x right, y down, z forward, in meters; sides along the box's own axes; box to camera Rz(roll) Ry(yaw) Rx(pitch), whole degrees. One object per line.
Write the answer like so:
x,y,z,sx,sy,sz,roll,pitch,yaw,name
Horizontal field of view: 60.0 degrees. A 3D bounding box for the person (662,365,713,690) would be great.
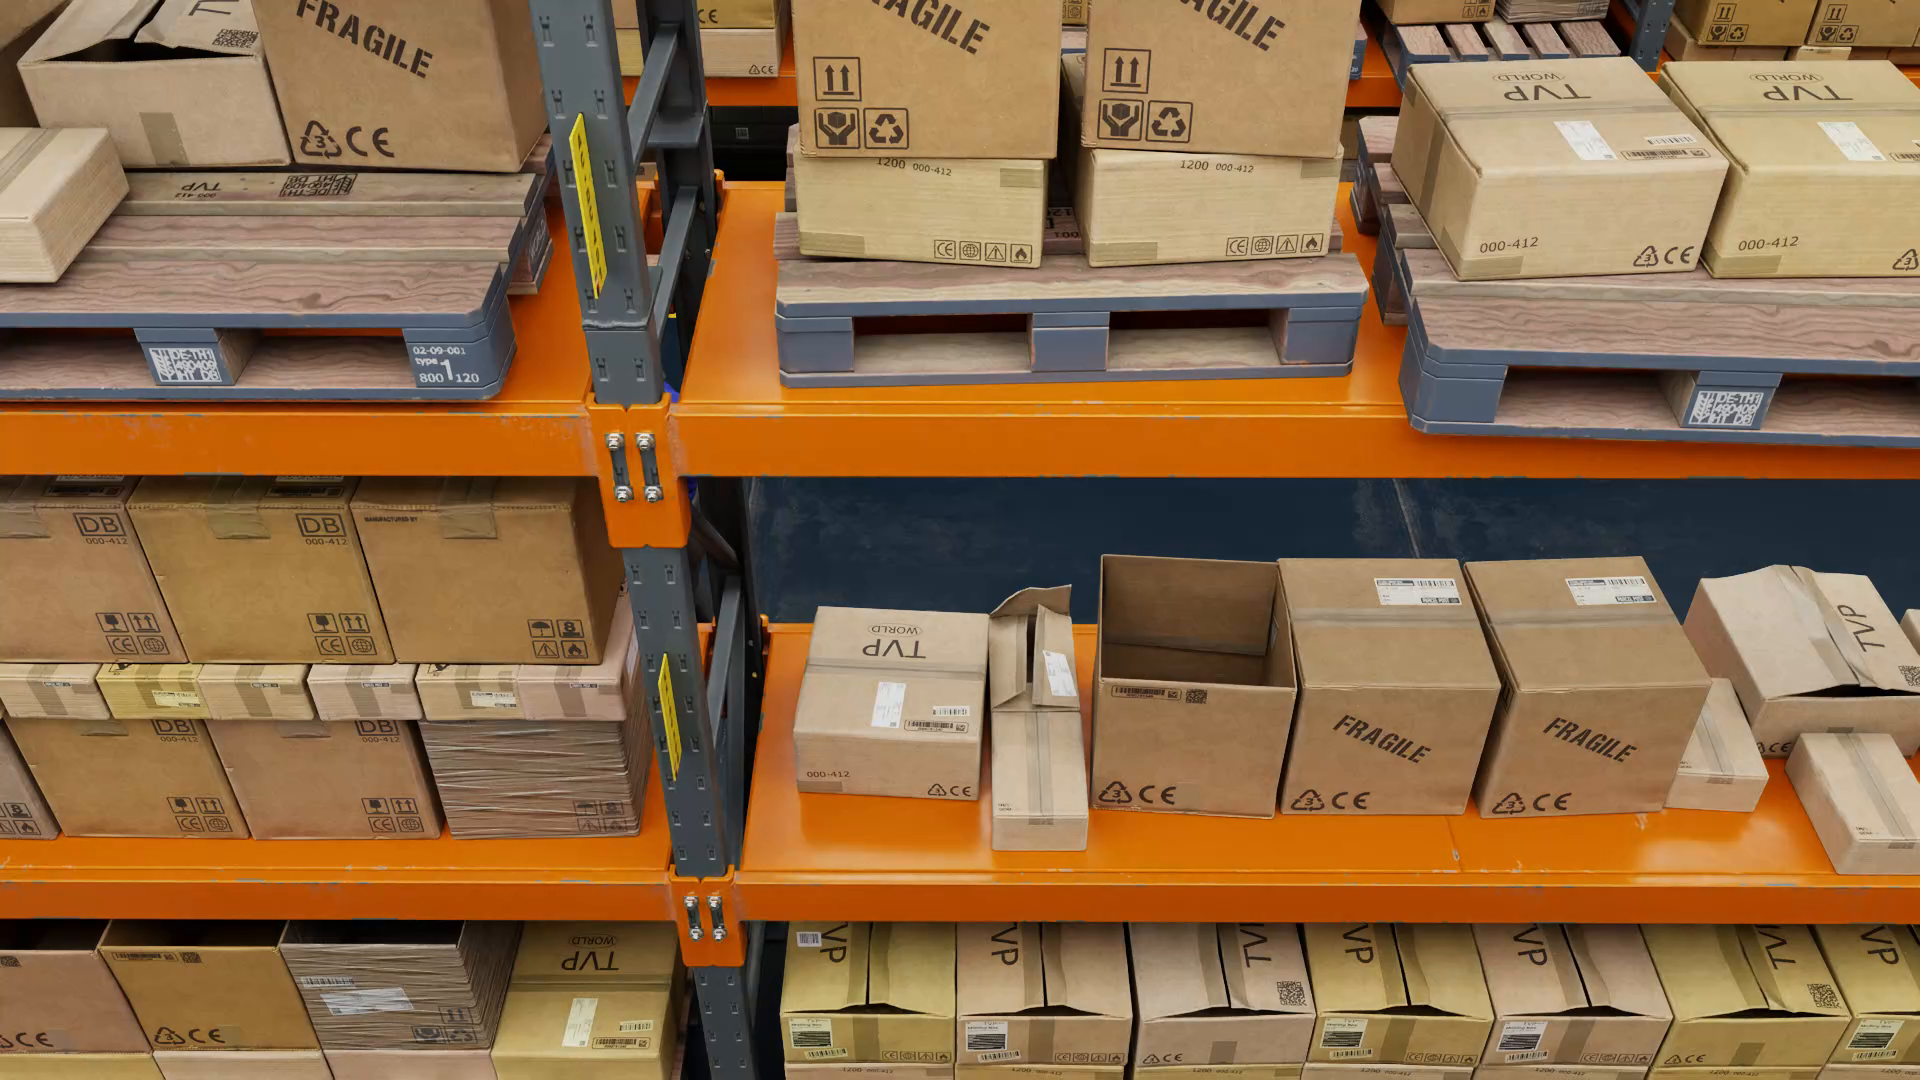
-1.102,-0.059,6.232,0.349,1.653,0.520,-2,40,-2,person
